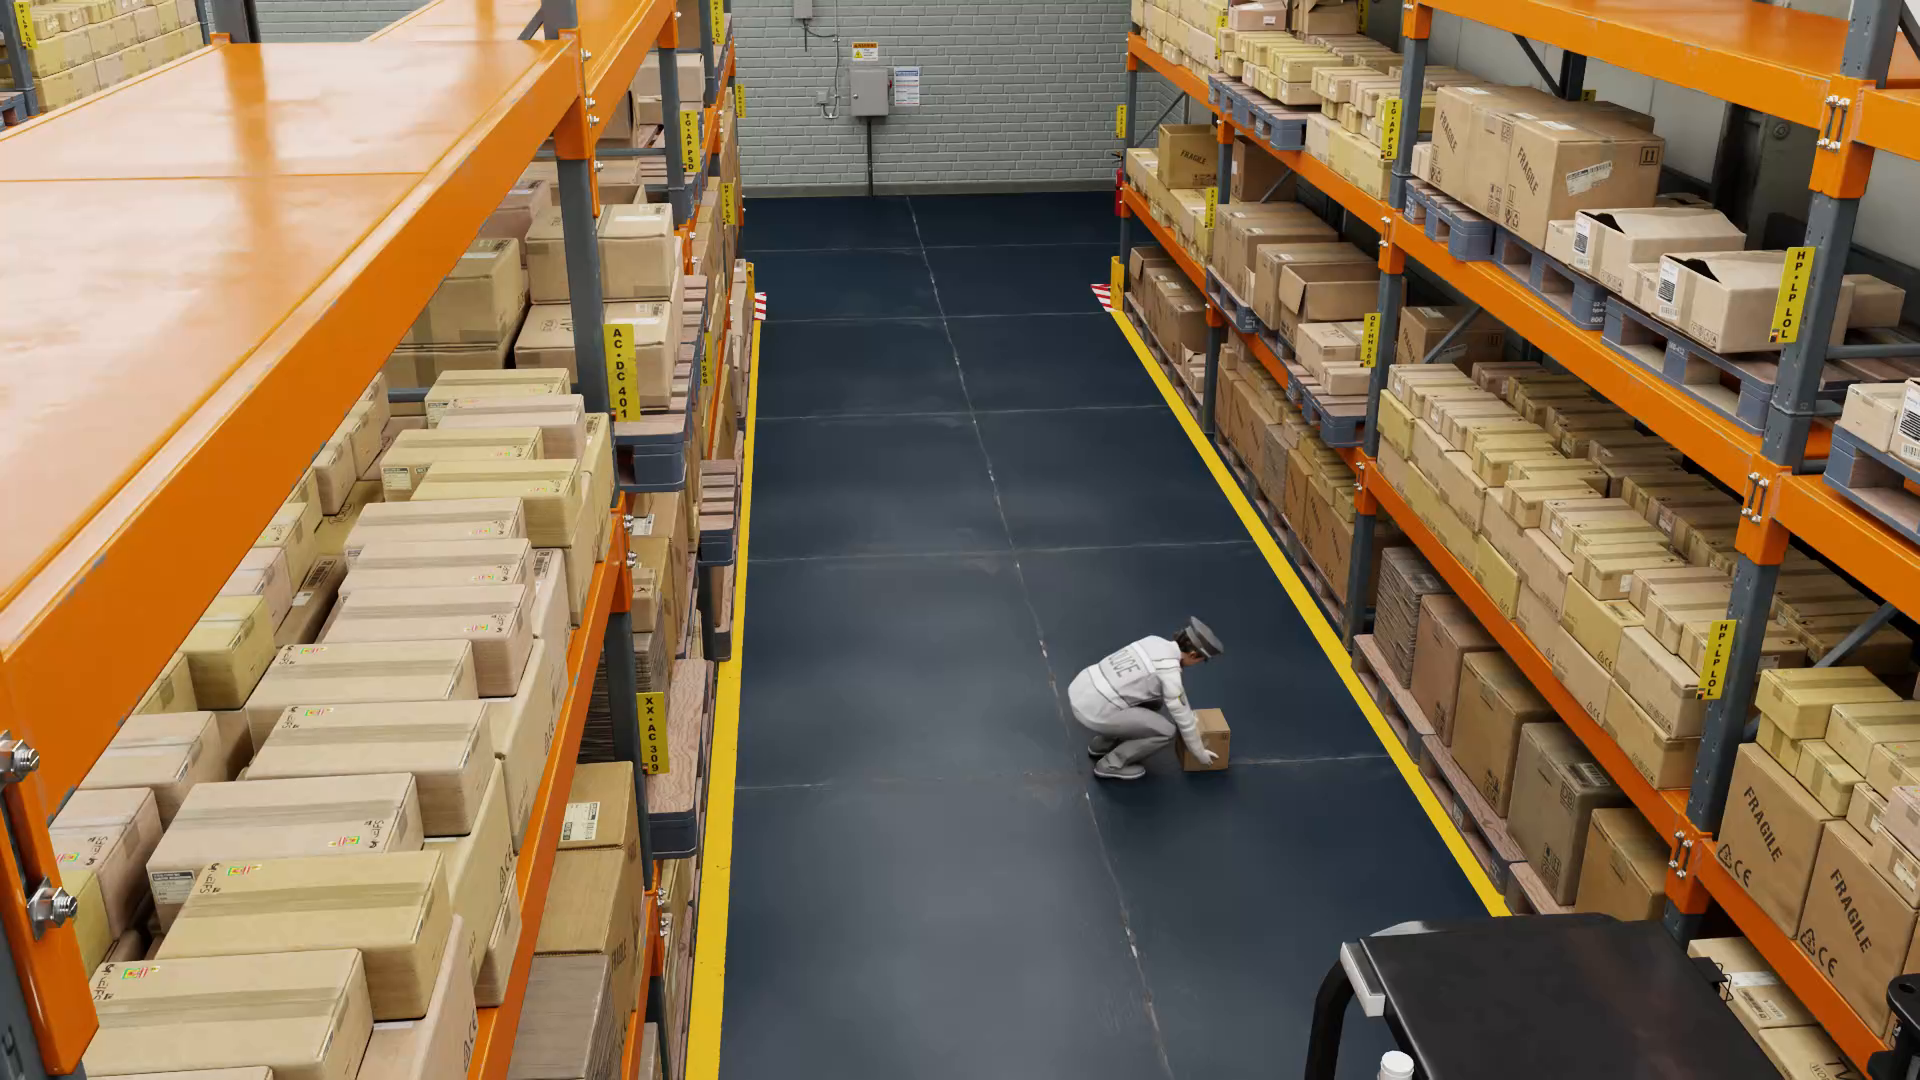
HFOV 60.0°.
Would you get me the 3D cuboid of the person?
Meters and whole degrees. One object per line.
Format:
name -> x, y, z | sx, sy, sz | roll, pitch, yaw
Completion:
person -> 1.027, 0.860, 9.171 | 0.859, 0.855, 0.480 | -2, 24, -5
